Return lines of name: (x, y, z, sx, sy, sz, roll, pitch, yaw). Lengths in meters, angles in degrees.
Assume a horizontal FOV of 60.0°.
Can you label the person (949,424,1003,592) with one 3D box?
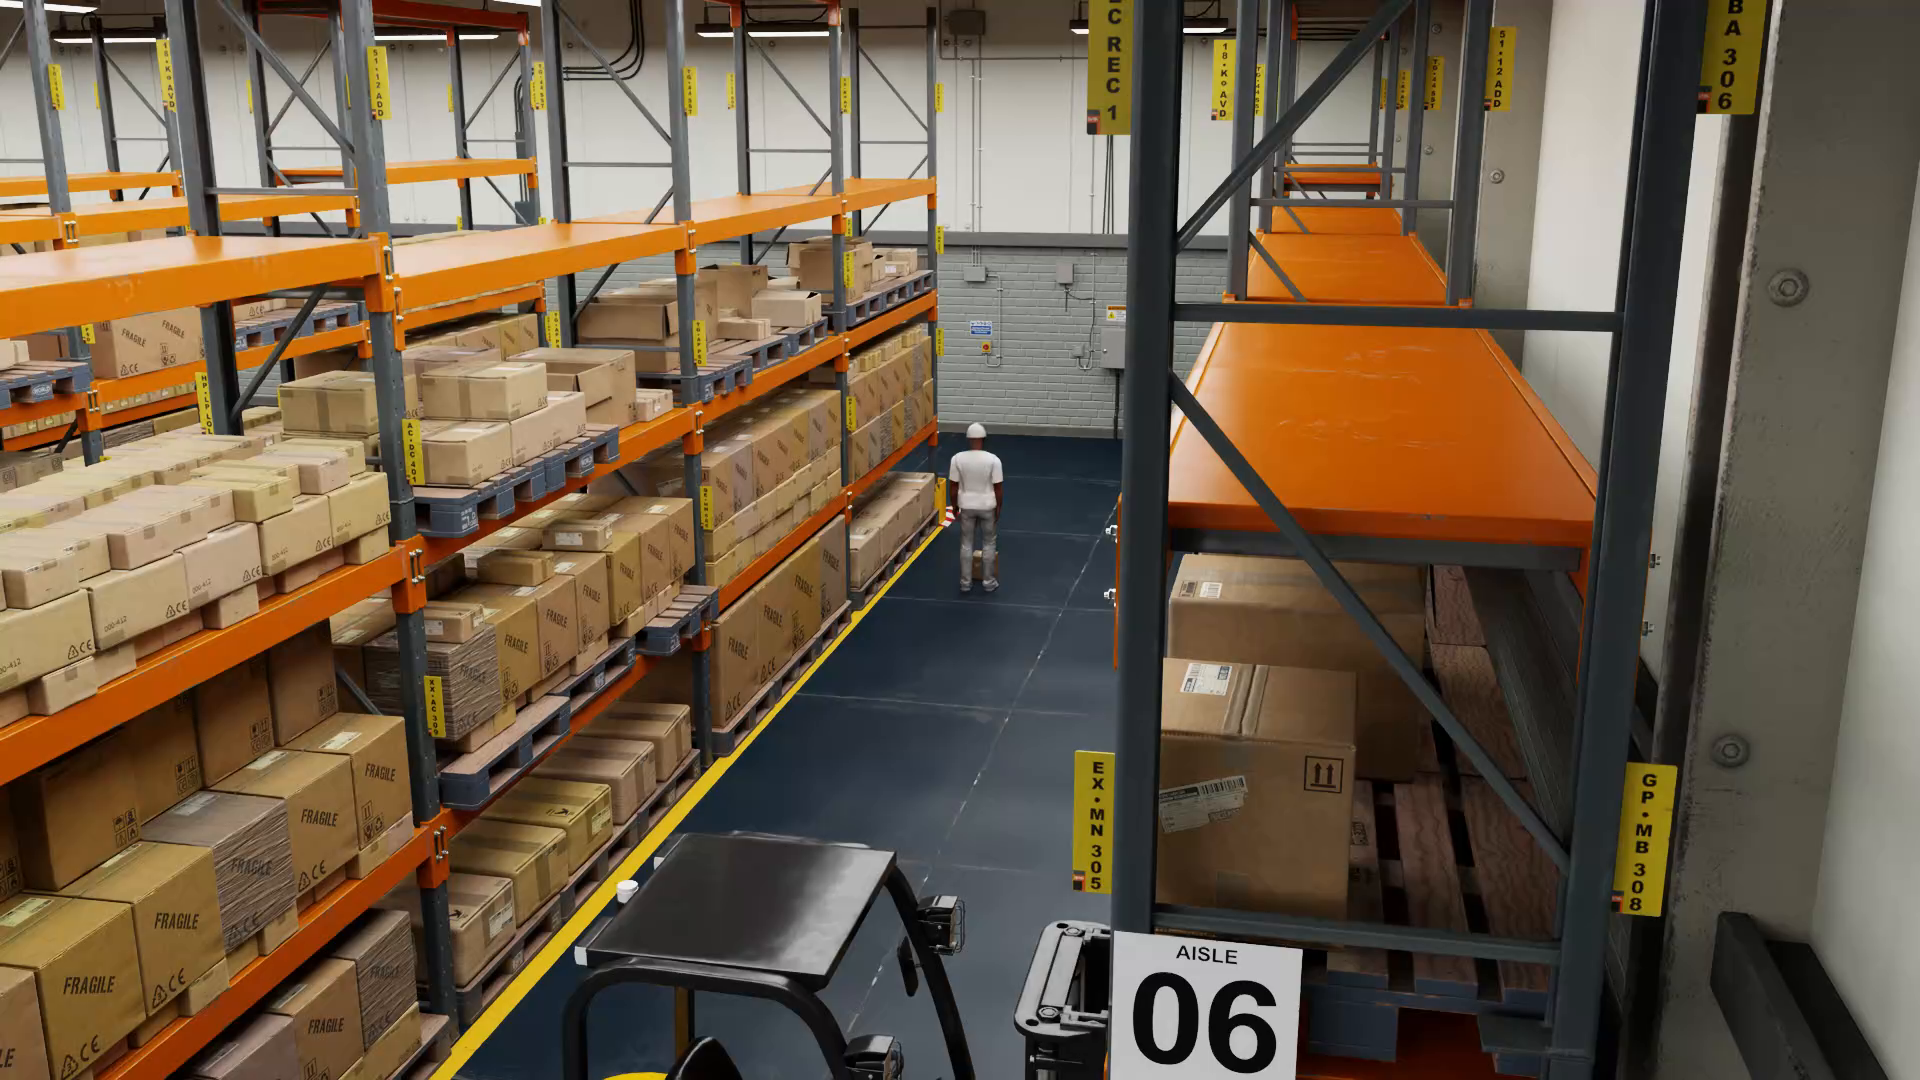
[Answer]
person: (0.171, -0.341, 17.285, 0.565, 1.760, 0.364, 3, 15, 11)
